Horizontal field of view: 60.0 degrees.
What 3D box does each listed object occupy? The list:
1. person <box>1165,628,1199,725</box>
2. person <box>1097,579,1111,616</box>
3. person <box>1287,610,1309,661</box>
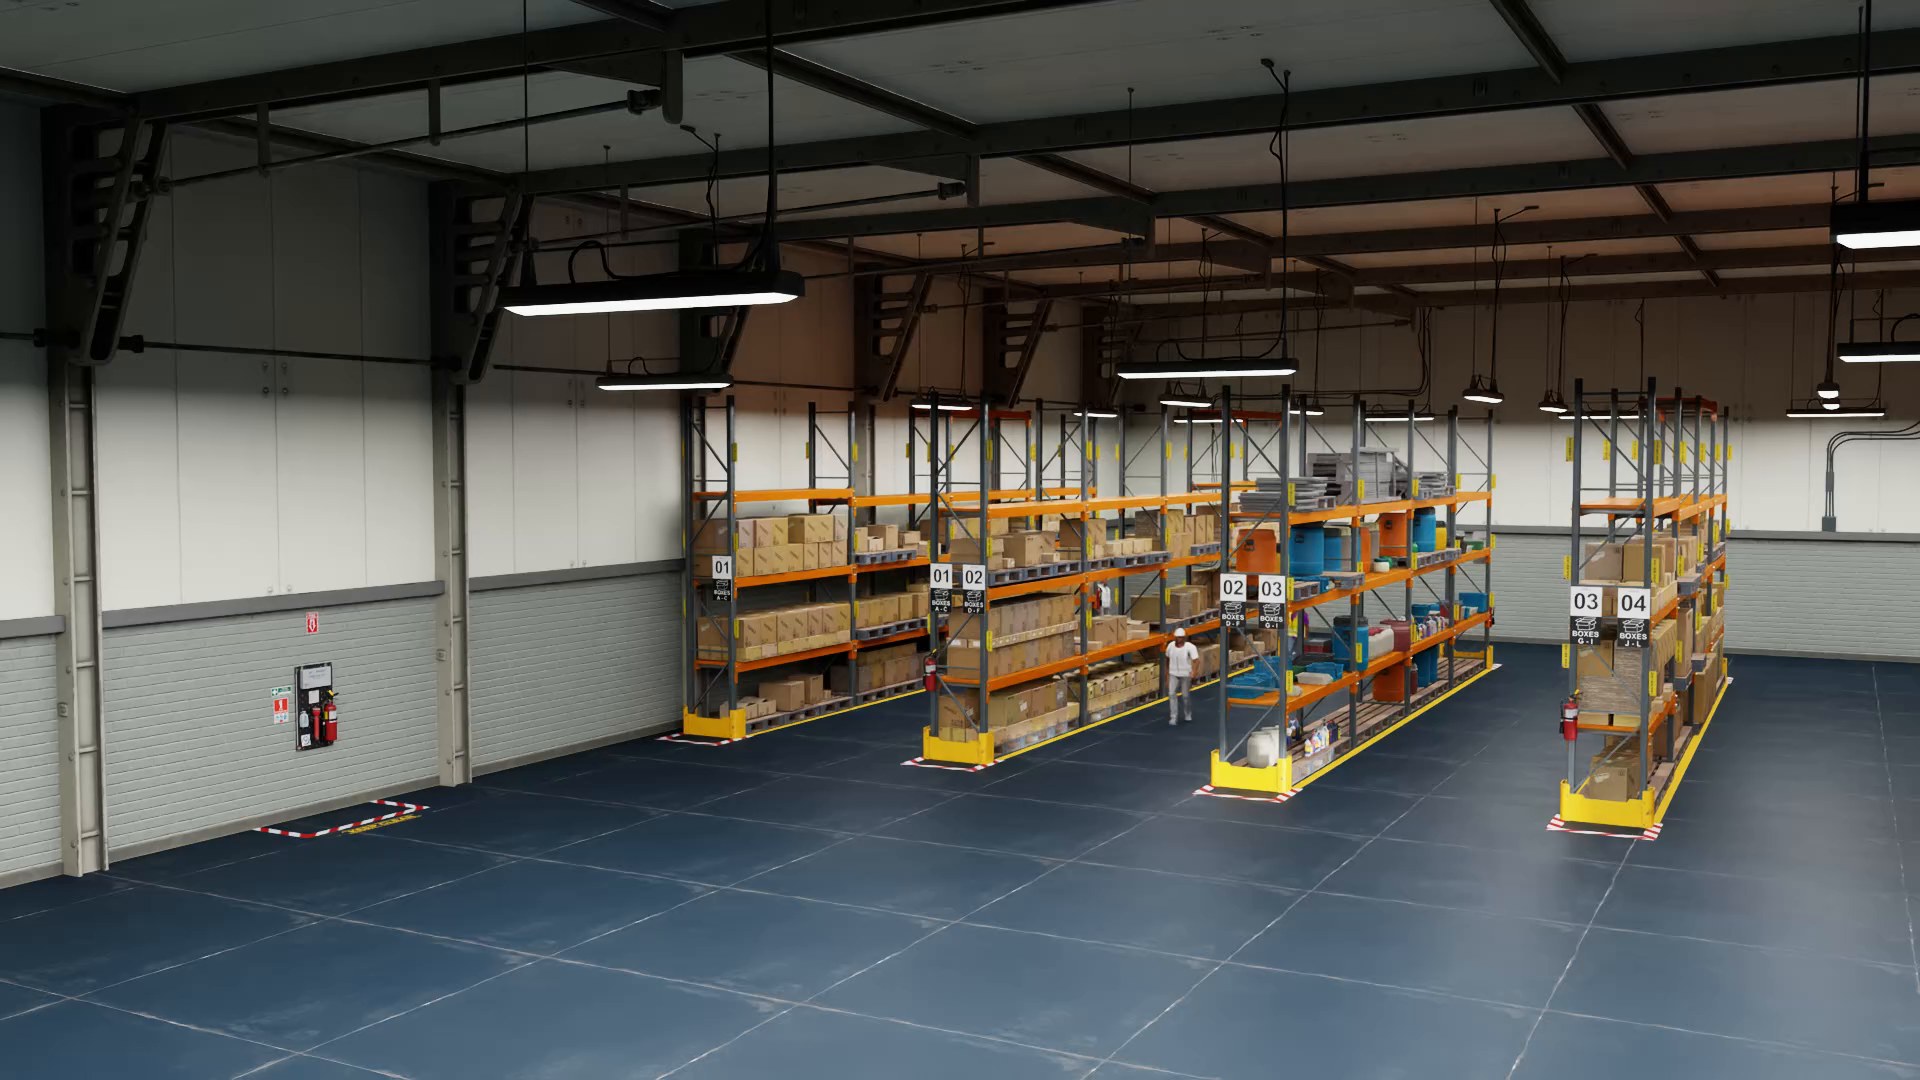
[{"bbox_3d":[4.075,2.502,30.755,0.711,1.766,0.722,1,3,26],"label":"person"},{"bbox_3d":[3.769,1.772,44.389,0.619,1.766,0.577,3,4,45],"label":"person"},{"bbox_3d":[7.629,2.162,37.514,0.544,1.725,0.979,1,3,25],"label":"person"}]
